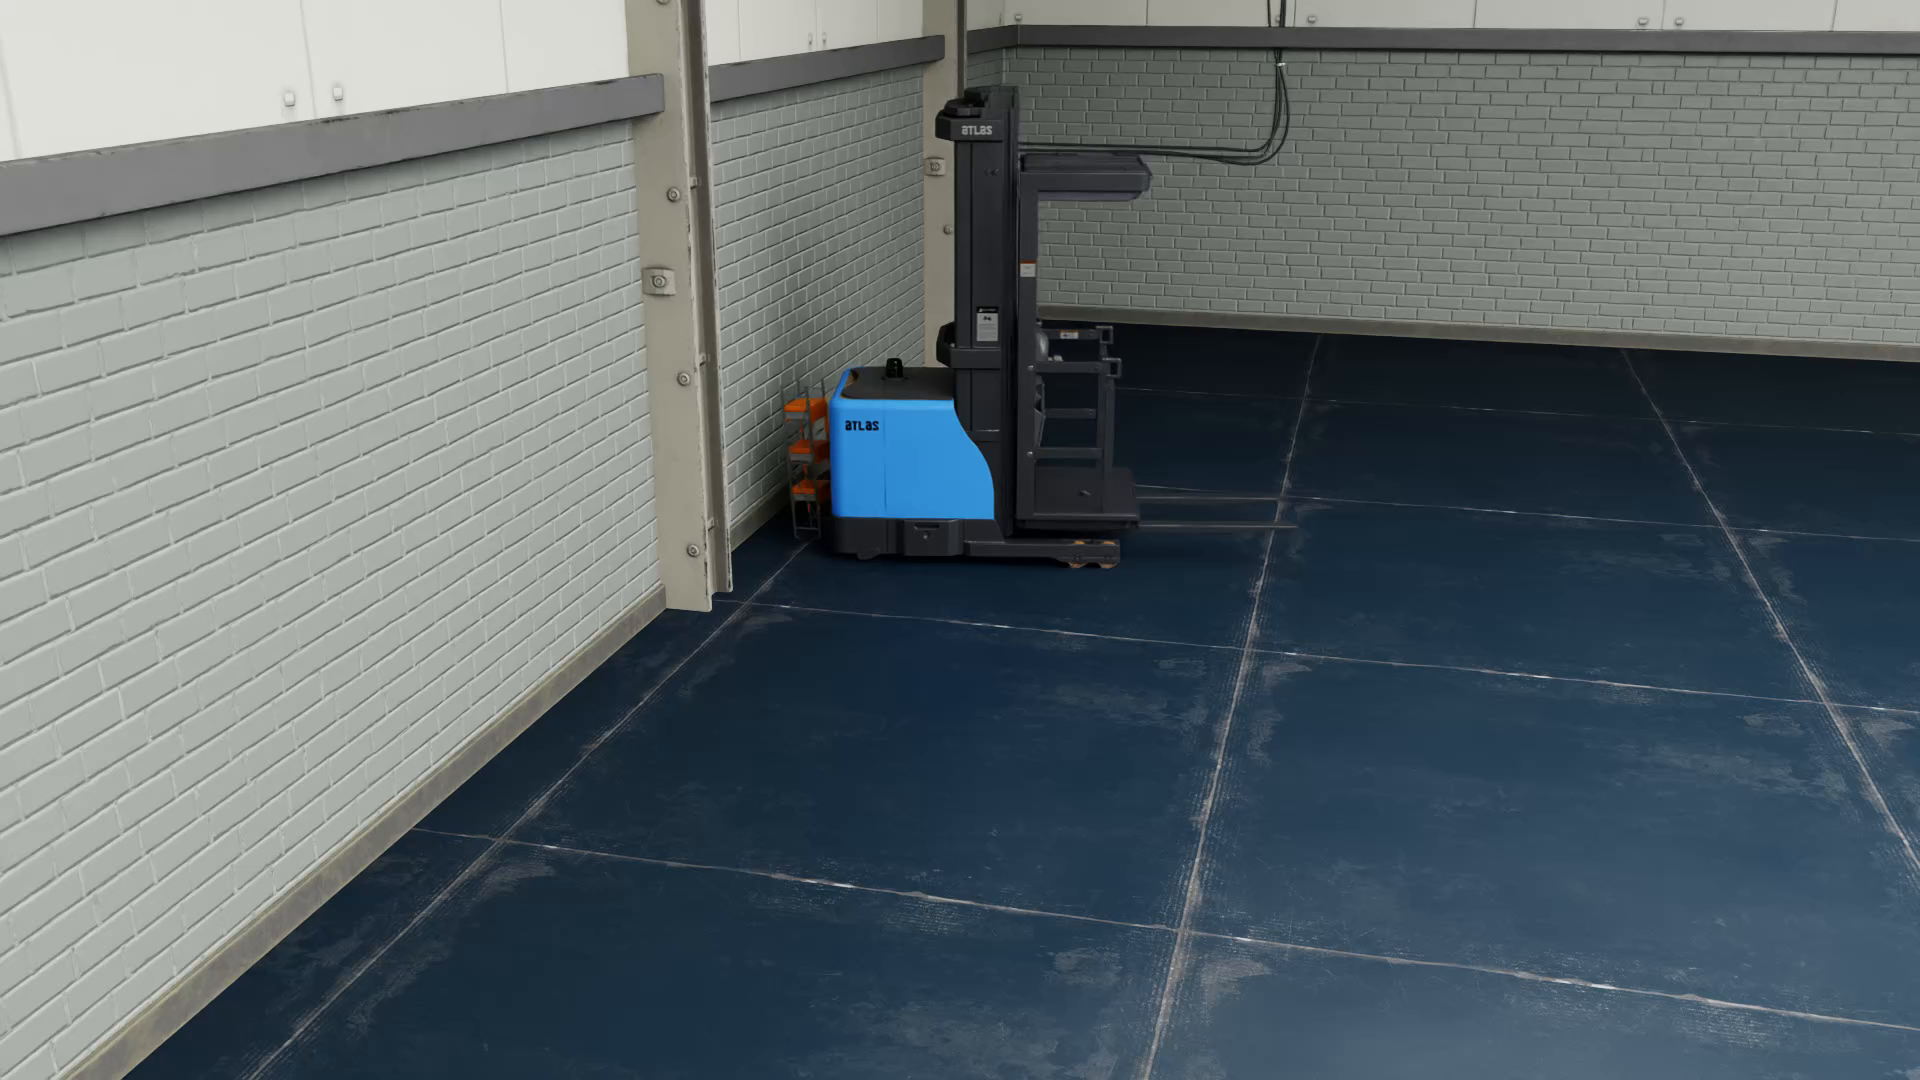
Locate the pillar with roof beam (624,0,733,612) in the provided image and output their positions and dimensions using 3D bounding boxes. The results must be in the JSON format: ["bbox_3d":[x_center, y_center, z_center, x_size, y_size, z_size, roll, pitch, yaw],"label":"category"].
[{"bbox_3d":[2.573,-3.563,7.697,9.100,9.000,0.400,5,19,13],"label":"pillar with roof beam"}]

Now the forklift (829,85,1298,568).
[{"bbox_3d":[0.686,-1.385,10.707,3.031,2.935,1.130,1,19,2],"label":"forklift"}]

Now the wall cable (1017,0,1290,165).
[{"bbox_3d":[1.867,-5.133,17.097,3.097,2.526,0.112,5,19,13],"label":"wall cable"}]

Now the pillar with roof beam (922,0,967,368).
[{"bbox_3d":[4.039,-5.443,13.202,9.100,9.000,0.400,5,19,13],"label":"pillar with roof beam"}]

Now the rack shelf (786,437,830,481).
[{"bbox_3d":[-1.011,-0.535,11.141,0.215,0.259,0.240,3,19,21],"label":"rack shelf"}]

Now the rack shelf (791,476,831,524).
[{"bbox_3d":[-0.993,-0.270,11.224,0.215,0.259,0.240,3,19,21],"label":"rack shelf"}]

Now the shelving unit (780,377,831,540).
[{"bbox_3d":[-1.011,-0.545,11.138,0.215,1.050,0.252,3,19,21],"label":"shelving unit"}]

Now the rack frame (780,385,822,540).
[{"bbox_3d":[-1.054,-0.508,11.029,0.200,1.050,0.008,3,19,21],"label":"rack frame"}]

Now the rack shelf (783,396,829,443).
[{"bbox_3d":[-1.028,-0.805,11.056,0.215,0.259,0.240,3,19,21],"label":"rack shelf"}]

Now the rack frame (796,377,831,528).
[{"bbox_3d":[-0.969,-0.582,11.246,0.200,1.050,0.008,3,19,21],"label":"rack frame"}]
